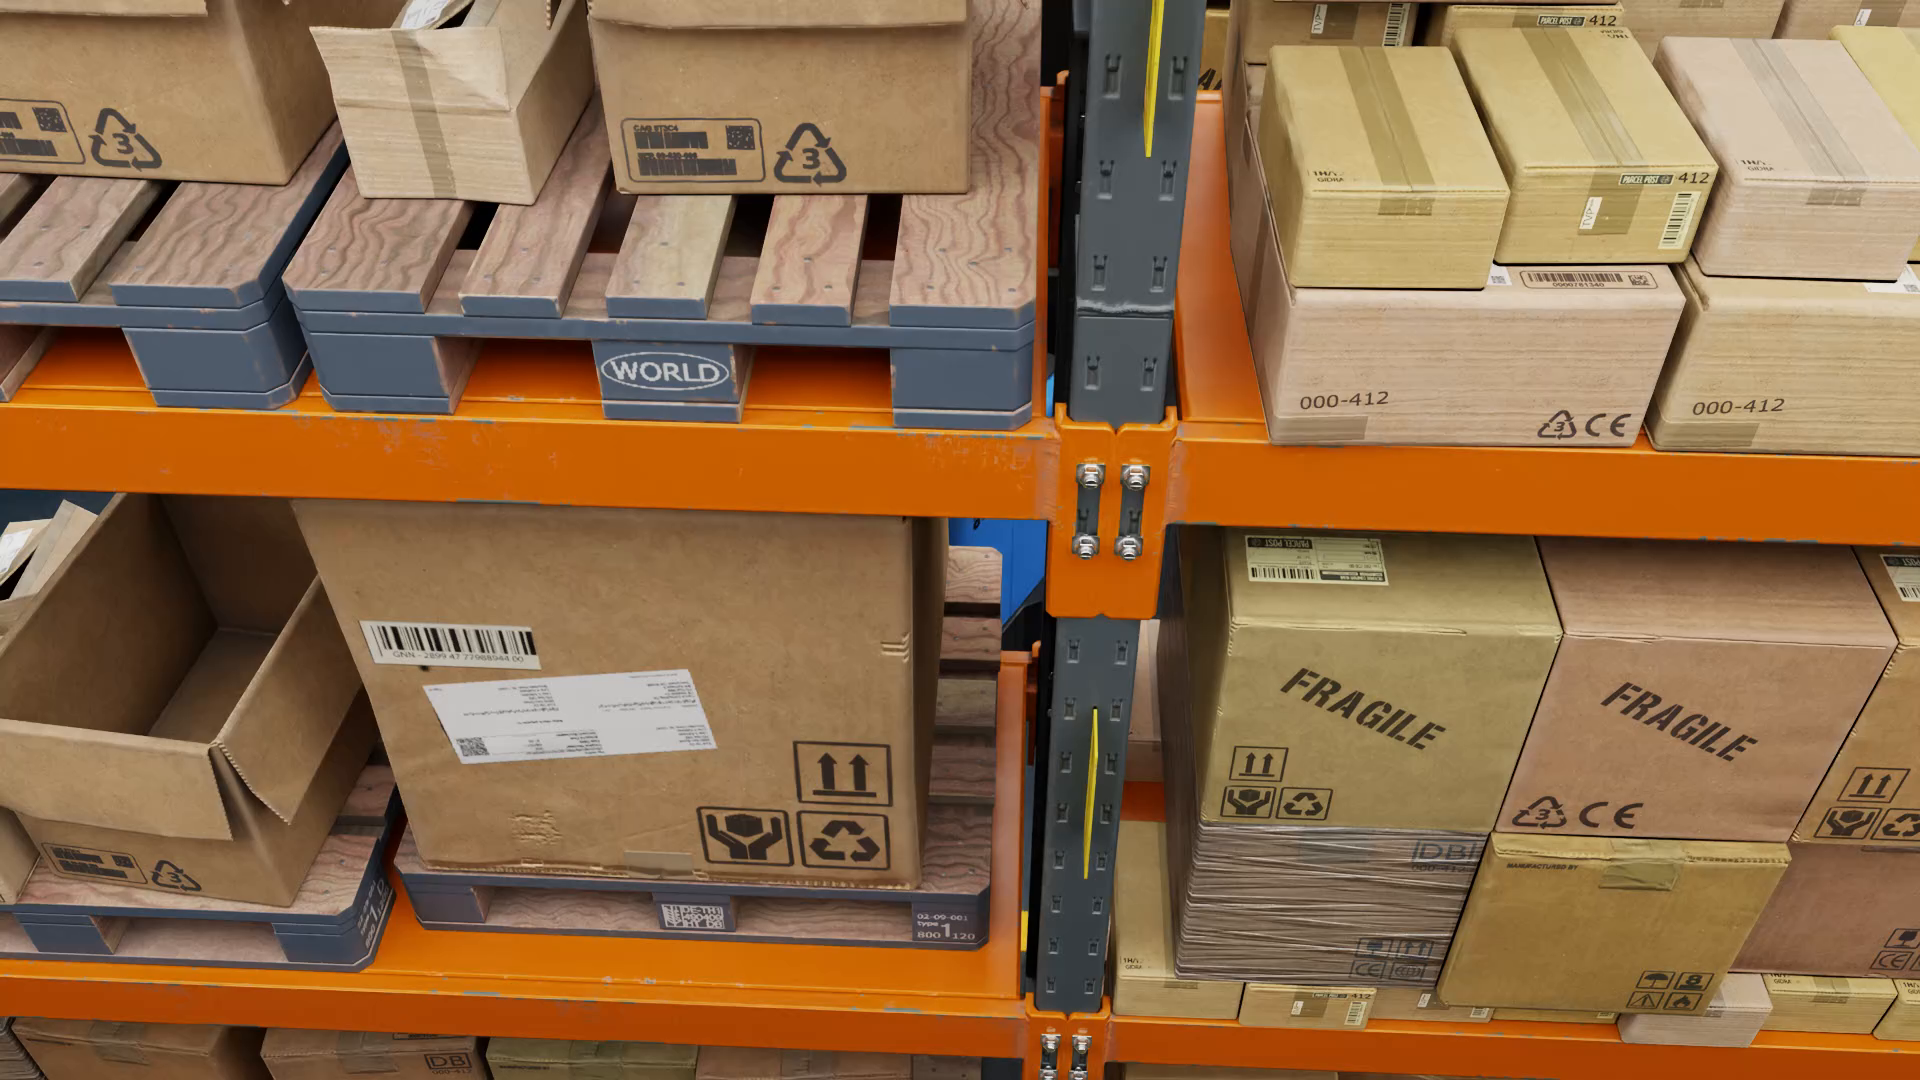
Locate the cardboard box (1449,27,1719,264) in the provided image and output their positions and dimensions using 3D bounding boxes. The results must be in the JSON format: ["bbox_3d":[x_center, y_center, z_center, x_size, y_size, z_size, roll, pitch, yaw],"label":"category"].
[{"bbox_3d":[0.817,-0.538,2.244,0.250,0.149,0.380,0,43,0],"label":"cardboard box"}]

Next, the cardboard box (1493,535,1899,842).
[{"bbox_3d":[1.174,0.159,2.854,0.500,0.500,0.500,2,43,2],"label":"cardboard box"}]

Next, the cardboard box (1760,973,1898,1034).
[{"bbox_3d":[1.688,0.794,3.382,0.250,0.149,0.380,2,43,2],"label":"cardboard box"}]

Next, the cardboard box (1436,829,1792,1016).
[{"bbox_3d":[1.181,0.418,3.309,0.500,0.500,0.875,2,43,2],"label":"cardboard box"}]

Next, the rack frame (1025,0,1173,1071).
[{"bbox_3d":[0.237,0.469,3.546,0.127,3.000,1.000,2,43,2],"label":"rack frame"}]

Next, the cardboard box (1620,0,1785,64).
[{"bbox_3d":[1.092,-0.888,2.619,0.250,0.149,0.380,0,43,0],"label":"cardboard box"}]

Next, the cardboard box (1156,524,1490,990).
[{"bbox_3d":[0.683,0.379,3.351,0.500,0.500,0.875,2,43,2],"label":"cardboard box"}]

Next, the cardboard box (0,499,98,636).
[{"bbox_3d":[-2.081,0.109,3.723,0.258,0.266,0.396,1,43,1],"label":"cardboard box"}]

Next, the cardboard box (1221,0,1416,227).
[{"bbox_3d":[0.704,-0.738,2.751,0.500,0.250,0.500,3,43,3],"label":"cardboard box"}]

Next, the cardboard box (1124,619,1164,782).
[{"bbox_3d":[0.465,0.367,3.840,0.250,0.149,0.380,2,43,2],"label":"cardboard box"}]

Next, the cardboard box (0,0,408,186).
[{"bbox_3d":[-1.170,-0.931,2.464,0.637,0.503,0.797,3,43,4],"label":"cardboard box"}]

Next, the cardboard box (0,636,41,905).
[{"bbox_3d":[-2.095,0.455,3.363,0.500,0.250,0.500,1,43,1],"label":"cardboard box"}]

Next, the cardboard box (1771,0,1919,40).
[{"bbox_3d":[1.369,-0.897,2.629,0.250,0.149,0.380,1,43,1],"label":"cardboard box"}]

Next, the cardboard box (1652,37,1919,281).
[{"bbox_3d":[1.088,-0.515,2.220,0.250,0.149,0.380,2,43,2],"label":"cardboard box"}]

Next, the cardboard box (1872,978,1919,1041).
[{"bbox_3d":[1.937,0.809,3.365,0.250,0.149,0.380,2,43,2],"label":"cardboard box"}]

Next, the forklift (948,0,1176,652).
[{"bbox_3d":[0.324,-1.436,5.641,1.130,2.935,3.031,22,47,22],"label":"forklift"}]

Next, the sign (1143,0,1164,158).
[{"bbox_3d":[0.215,-0.584,1.808,0.005,0.325,0.100,2,43,2],"label":"sign"}]

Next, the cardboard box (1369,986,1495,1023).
[{"bbox_3d":[0.938,0.777,3.399,0.250,0.149,0.380,2,43,2],"label":"cardboard box"}]

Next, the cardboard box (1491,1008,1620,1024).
[{"bbox_3d":[1.188,0.779,3.398,0.250,0.149,0.380,2,43,2],"label":"cardboard box"}]

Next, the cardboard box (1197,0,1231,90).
[{"bbox_3d":[1.186,-2.215,7.678,0.875,0.875,0.875,2,43,3],"label":"cardboard box"}]

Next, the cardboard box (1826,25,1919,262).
[{"bbox_3d":[1.334,-0.537,2.243,0.250,0.149,0.380,3,43,3],"label":"cardboard box"}]

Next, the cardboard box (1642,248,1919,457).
[{"bbox_3d":[1.204,-0.373,2.359,0.500,0.250,0.500,1,43,2],"label":"cardboard box"}]

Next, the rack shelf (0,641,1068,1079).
[{"bbox_3d":[-1.761,0.670,3.857,4.000,0.370,1.077,2,43,2],"label":"rack shelf"}]

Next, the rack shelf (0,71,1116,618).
[{"bbox_3d":[-1.761,-0.427,2.835,4.000,0.370,1.077,2,43,2],"label":"rack shelf"}]

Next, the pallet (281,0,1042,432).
[{"bbox_3d":[-0.375,-0.652,2.686,1.003,0.211,1.213,2,43,2],"label":"pallet"}]

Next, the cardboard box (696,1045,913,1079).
[{"bbox_3d":[-0.376,1.189,4.284,0.500,0.500,0.700,-1,43,-1],"label":"cardboard box"}]

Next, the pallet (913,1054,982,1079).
[{"bbox_3d":[-0.541,1.466,4.521,1.213,0.211,1.003,2,43,2],"label":"pallet"}]

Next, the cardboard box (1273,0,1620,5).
[{"bbox_3d":[0.698,-1.117,2.390,0.500,0.500,0.500,1,43,1],"label":"cardboard box"}]

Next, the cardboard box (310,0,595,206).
[{"bbox_3d":[-0.707,-0.694,2.384,0.258,0.266,0.396,3,43,3],"label":"cardboard box"}]

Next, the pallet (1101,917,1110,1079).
[{"bbox_3d":[0.909,1.485,4.501,1.213,0.211,1.003,2,43,2],"label":"pallet"}]

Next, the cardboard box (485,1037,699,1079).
[{"bbox_3d":[-0.851,1.161,4.314,0.500,0.500,0.700,2,43,2],"label":"cardboard box"}]

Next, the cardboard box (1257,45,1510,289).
[{"bbox_3d":[0.547,-0.500,2.203,0.250,0.149,0.380,1,43,1],"label":"cardboard box"}]

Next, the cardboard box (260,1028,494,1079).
[{"bbox_3d":[-1.410,1.144,4.332,0.500,0.500,0.700,-2,43,-2],"label":"cardboard box"}]

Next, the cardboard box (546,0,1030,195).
[{"bbox_3d":[-0.228,-0.902,2.433,0.637,0.503,0.797,0,43,0],"label":"cardboard box"}]

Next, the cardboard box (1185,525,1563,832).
[{"bbox_3d":[0.675,0.144,2.869,0.500,0.500,0.500,2,43,2],"label":"cardboard box"}]

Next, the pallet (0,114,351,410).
[{"bbox_3d":[-1.411,-0.681,2.718,1.003,0.211,1.213,2,43,2],"label":"pallet"}]

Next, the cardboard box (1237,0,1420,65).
[{"bbox_3d":[0.574,-0.907,2.640,0.250,0.149,0.380,3,43,3],"label":"cardboard box"}]

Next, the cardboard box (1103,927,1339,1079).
[{"bbox_3d":[0.634,1.269,4.213,0.500,0.500,0.500,1,43,1],"label":"cardboard box"}]

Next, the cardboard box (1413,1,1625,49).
[{"bbox_3d":[0.837,-0.836,2.564,0.250,0.149,0.380,2,43,2],"label":"cardboard box"}]

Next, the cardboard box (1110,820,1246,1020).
[{"bbox_3d":[0.438,0.772,3.405,0.250,0.149,0.380,2,43,2],"label":"cardboard box"}]

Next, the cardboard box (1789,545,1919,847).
[{"bbox_3d":[1.674,0.174,2.837,0.500,0.500,0.500,2,43,2],"label":"cardboard box"}]

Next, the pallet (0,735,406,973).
[{"bbox_3d":[-1.780,0.449,3.708,1.213,0.211,1.003,2,43,2],"label":"pallet"}]

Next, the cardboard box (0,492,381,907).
[{"bbox_3d":[-1.499,0.287,3.358,0.637,0.503,0.797,6,43,6],"label":"cardboard box"}]

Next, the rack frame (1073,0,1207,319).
[{"bbox_3d":[0.237,-1.726,1.501,0.127,3.000,1.000,2,43,2],"label":"rack frame"}]

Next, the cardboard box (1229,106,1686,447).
[{"bbox_3d":[0.675,-0.386,2.373,0.500,0.250,0.500,0,43,0],"label":"cardboard box"}]

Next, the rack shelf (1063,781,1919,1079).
[{"bbox_3d":[2.235,0.793,3.726,4.000,0.370,1.077,2,43,2],"label":"rack shelf"}]

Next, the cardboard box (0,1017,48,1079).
[{"bbox_3d":[-2.534,1.115,4.364,0.500,0.500,0.700,-2,43,-2],"label":"cardboard box"}]

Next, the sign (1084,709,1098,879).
[{"bbox_3d":[0.215,0.423,2.746,0.005,0.325,0.100,2,43,2],"label":"sign"}]

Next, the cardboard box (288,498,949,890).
[{"bbox_3d":[-0.551,-0.024,3.327,1.000,1.000,1.000,2,43,2],"label":"cardboard box"}]

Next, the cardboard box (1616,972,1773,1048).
[{"bbox_3d":[1.436,0.814,3.360,0.250,0.149,0.380,2,43,2],"label":"cardboard box"}]

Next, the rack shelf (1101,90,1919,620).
[{"bbox_3d":[2.235,-0.304,2.703,4.000,0.370,1.077,2,43,2],"label":"rack shelf"}]

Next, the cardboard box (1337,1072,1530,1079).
[{"bbox_3d":[1.207,1.282,4.199,0.500,0.500,0.500,15,45,15],"label":"cardboard box"}]

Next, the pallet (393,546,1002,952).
[{"bbox_3d":[-0.520,0.416,3.743,1.213,0.211,1.003,2,43,2],"label":"pallet"}]

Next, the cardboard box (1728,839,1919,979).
[{"bbox_3d":[1.685,0.365,3.366,0.500,0.500,0.875,2,43,2],"label":"cardboard box"}]

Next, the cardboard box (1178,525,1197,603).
[{"bbox_3d":[0.699,-0.216,3.256,0.500,0.500,0.500,2,43,2],"label":"cardboard box"}]

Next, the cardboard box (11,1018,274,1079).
[{"bbox_3d":[-1.968,1.127,4.350,0.500,0.500,0.700,5,43,5],"label":"cardboard box"}]

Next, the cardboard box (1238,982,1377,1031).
[{"bbox_3d":[0.687,0.789,3.387,0.250,0.149,0.380,2,43,2],"label":"cardboard box"}]
